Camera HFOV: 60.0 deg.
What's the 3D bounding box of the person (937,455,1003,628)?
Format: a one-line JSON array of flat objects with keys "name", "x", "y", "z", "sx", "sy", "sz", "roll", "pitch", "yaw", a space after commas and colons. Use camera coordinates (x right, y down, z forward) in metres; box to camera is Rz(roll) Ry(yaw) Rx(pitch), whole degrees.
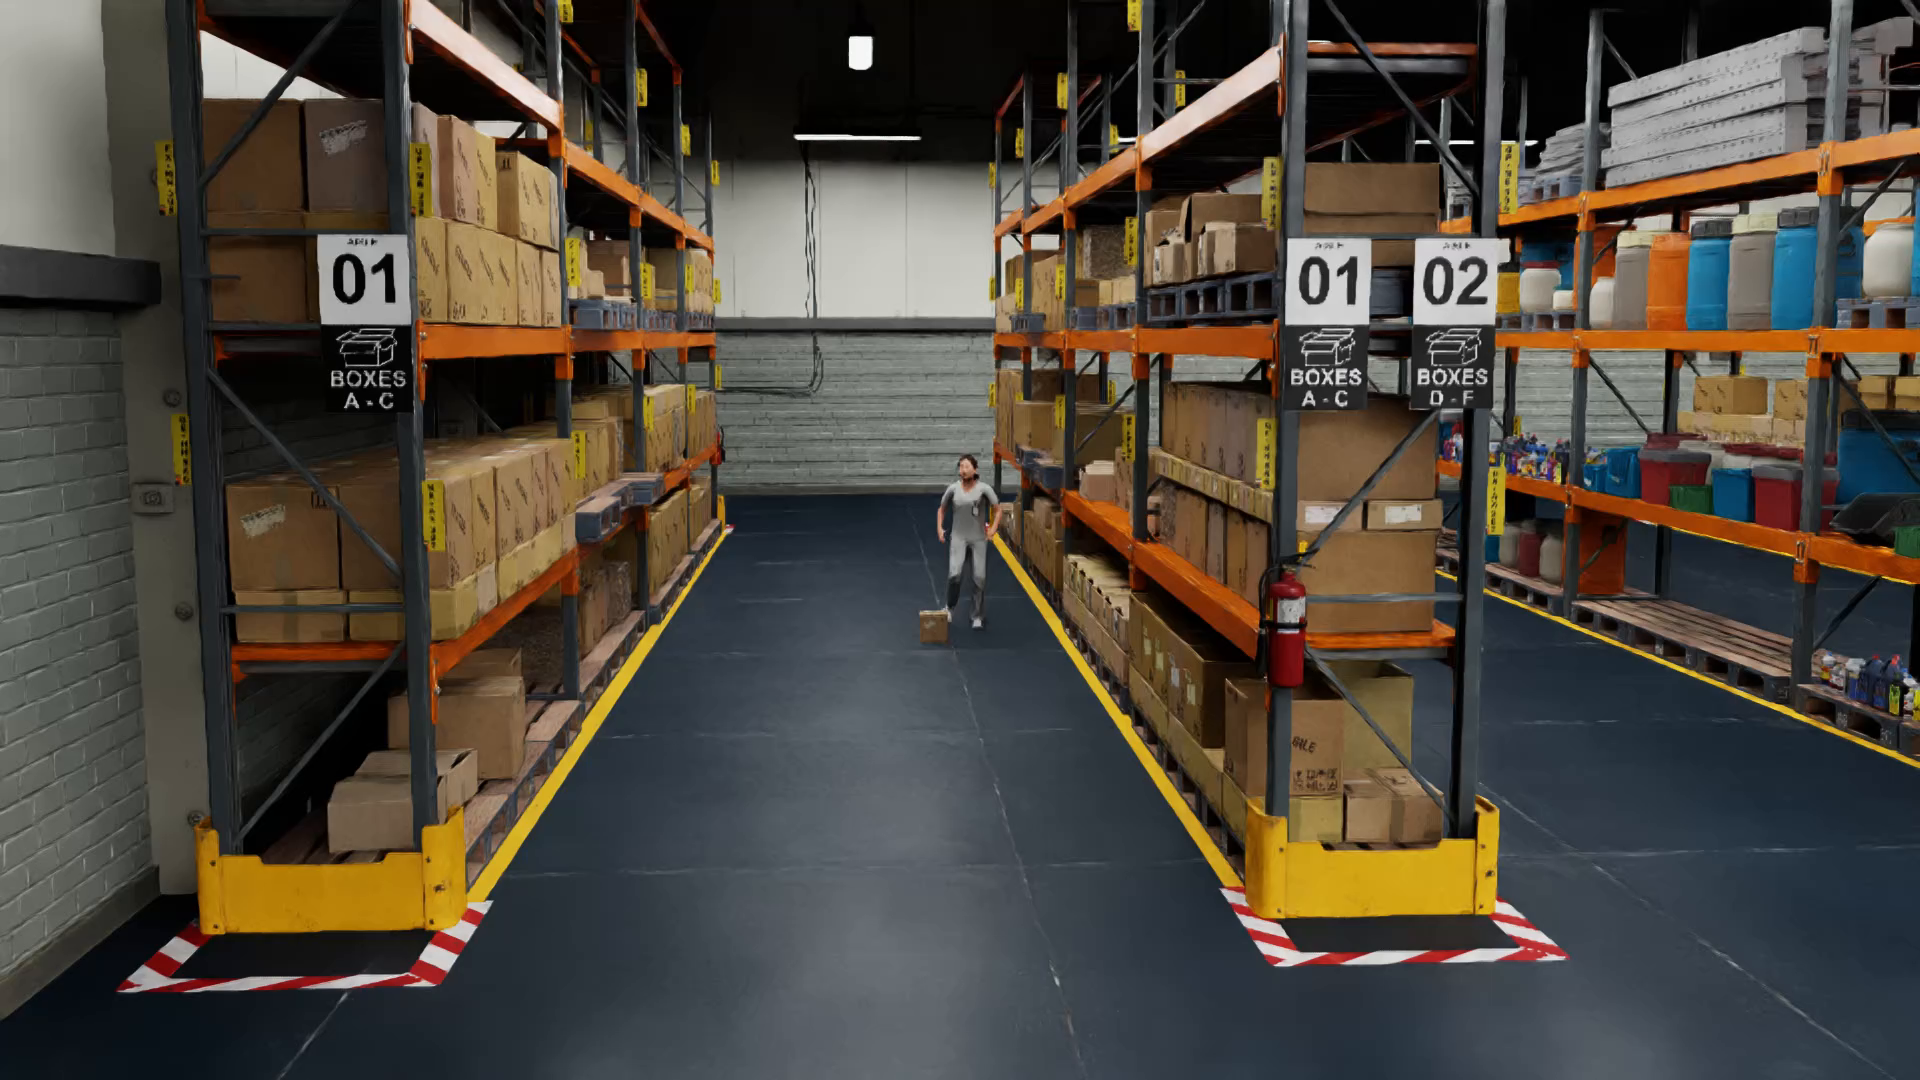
[{"name": "person", "x": 0.094, "y": 0.016, "z": 15.793, "sx": 0.624, "sy": 1.641, "sz": 0.473, "roll": 0, "pitch": 7, "yaw": 0}]
